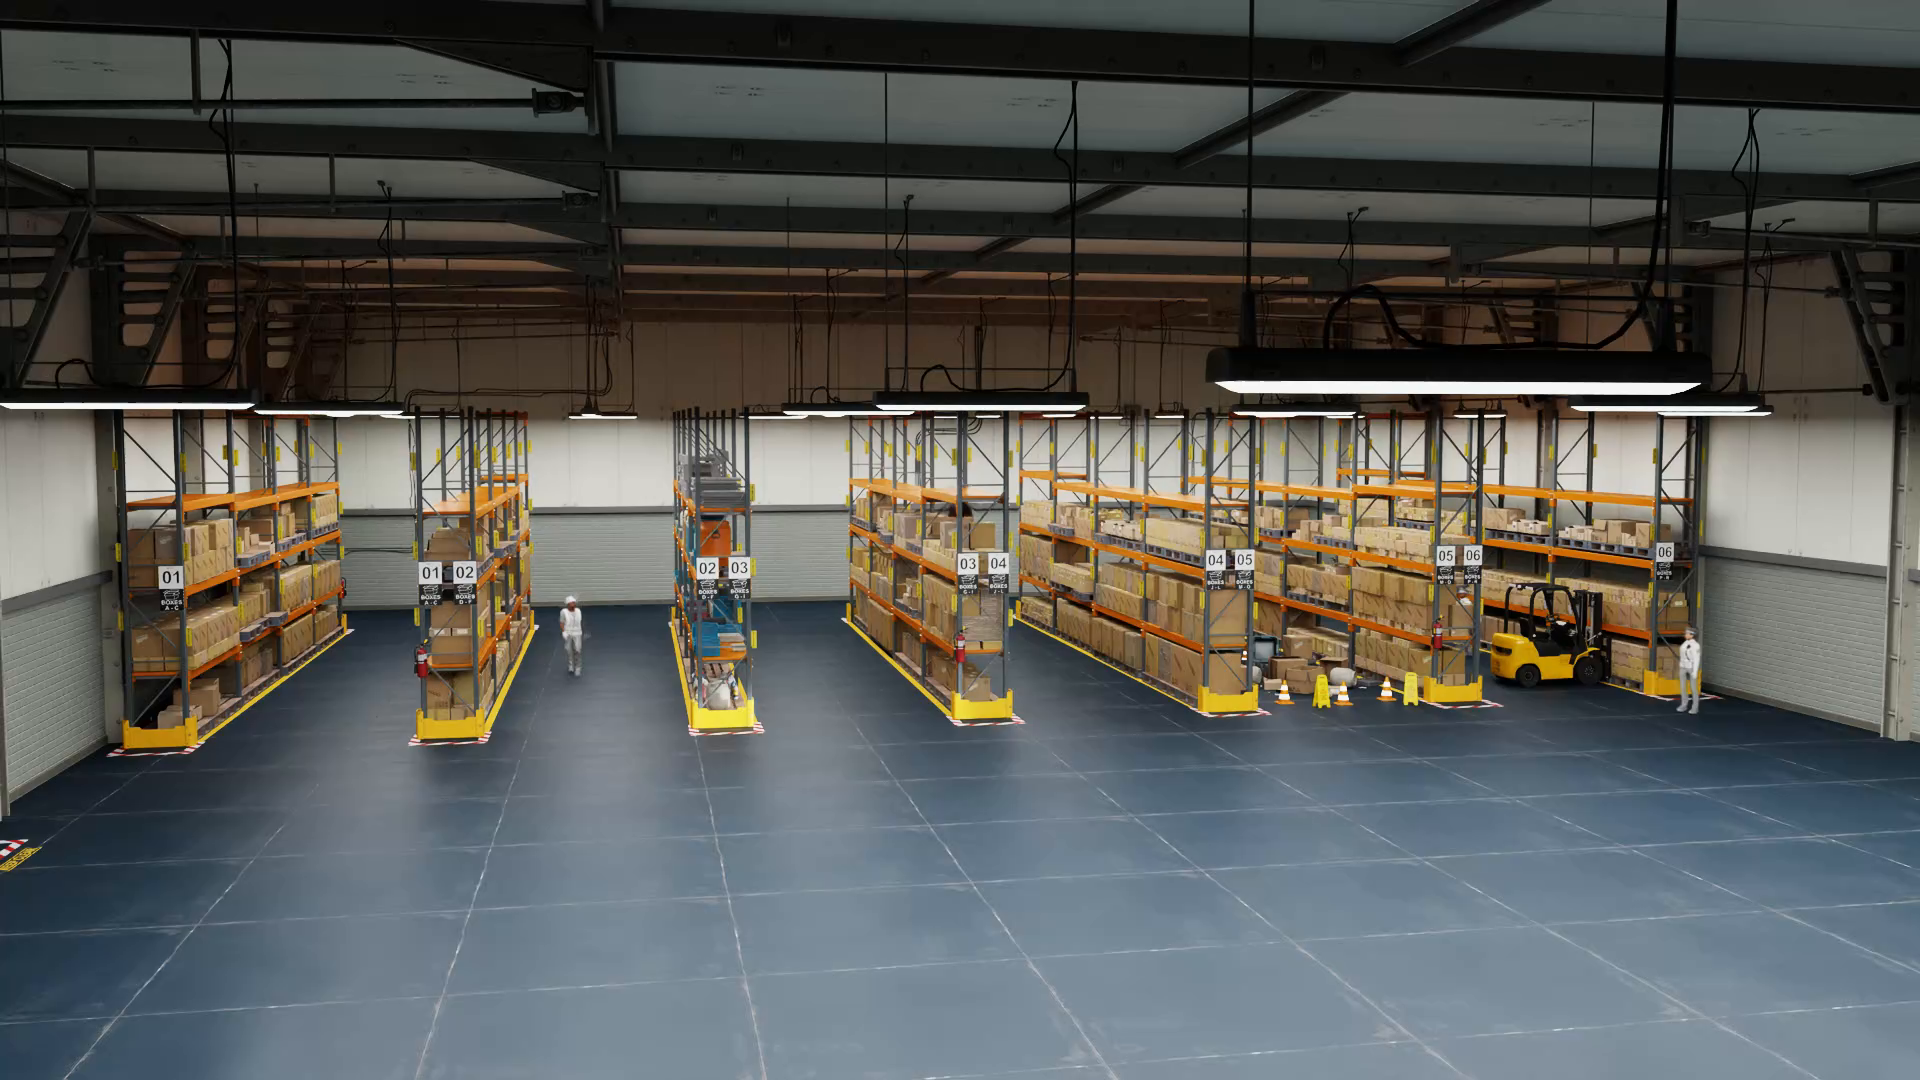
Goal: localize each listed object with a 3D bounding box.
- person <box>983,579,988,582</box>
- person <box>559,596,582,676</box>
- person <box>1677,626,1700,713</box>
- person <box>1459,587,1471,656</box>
[{"bbox_3d":[0.512,1.423,48.303,0.636,1.746,0.530,0,4,2],"label":"person"},{"bbox_3d":[-8.789,2.151,37.529,0.491,1.743,0.940,-1,4,-8],"label":"person"},{"bbox_3d":[14.342,2.544,32.698,0.378,1.696,0.512,-2,5,-28],"label":"person"},{"bbox_3d":[12.285,1.999,40.635,0.410,1.694,0.488,1,4,15],"label":"person"}]
